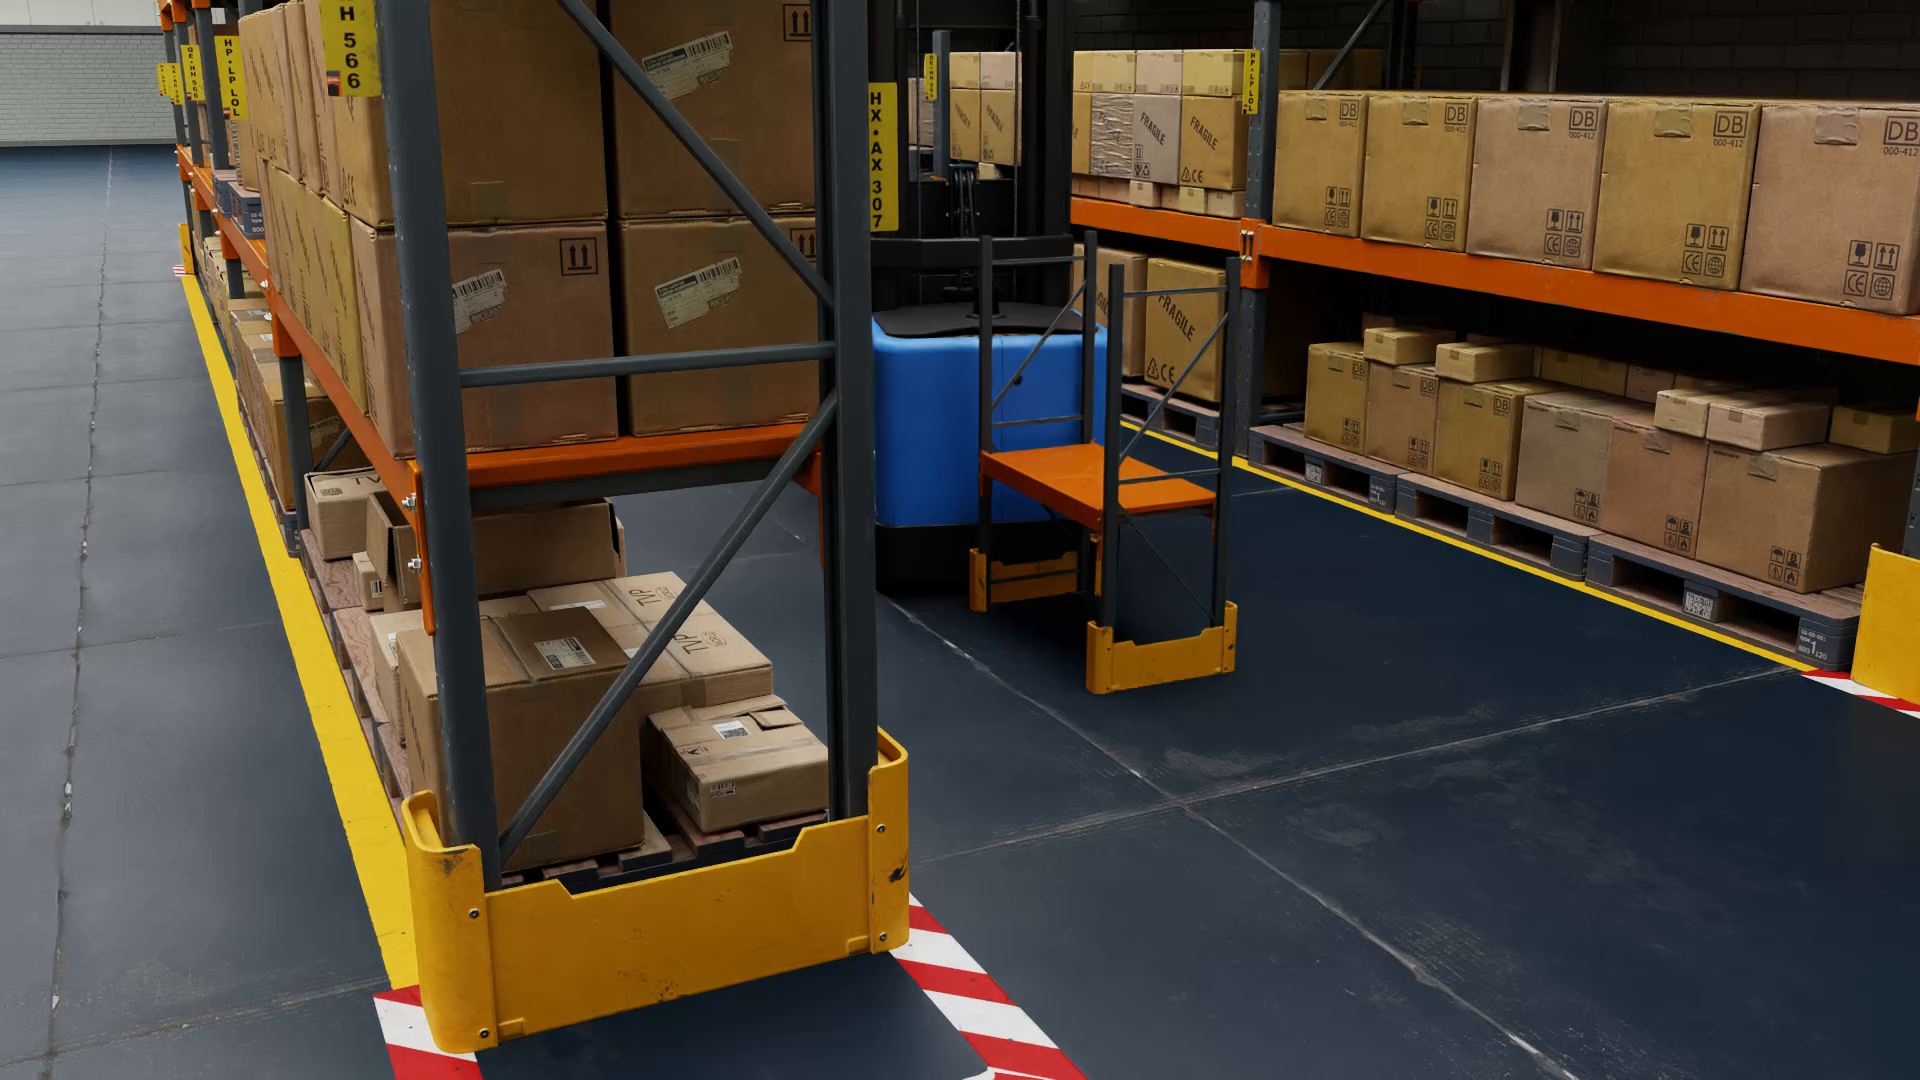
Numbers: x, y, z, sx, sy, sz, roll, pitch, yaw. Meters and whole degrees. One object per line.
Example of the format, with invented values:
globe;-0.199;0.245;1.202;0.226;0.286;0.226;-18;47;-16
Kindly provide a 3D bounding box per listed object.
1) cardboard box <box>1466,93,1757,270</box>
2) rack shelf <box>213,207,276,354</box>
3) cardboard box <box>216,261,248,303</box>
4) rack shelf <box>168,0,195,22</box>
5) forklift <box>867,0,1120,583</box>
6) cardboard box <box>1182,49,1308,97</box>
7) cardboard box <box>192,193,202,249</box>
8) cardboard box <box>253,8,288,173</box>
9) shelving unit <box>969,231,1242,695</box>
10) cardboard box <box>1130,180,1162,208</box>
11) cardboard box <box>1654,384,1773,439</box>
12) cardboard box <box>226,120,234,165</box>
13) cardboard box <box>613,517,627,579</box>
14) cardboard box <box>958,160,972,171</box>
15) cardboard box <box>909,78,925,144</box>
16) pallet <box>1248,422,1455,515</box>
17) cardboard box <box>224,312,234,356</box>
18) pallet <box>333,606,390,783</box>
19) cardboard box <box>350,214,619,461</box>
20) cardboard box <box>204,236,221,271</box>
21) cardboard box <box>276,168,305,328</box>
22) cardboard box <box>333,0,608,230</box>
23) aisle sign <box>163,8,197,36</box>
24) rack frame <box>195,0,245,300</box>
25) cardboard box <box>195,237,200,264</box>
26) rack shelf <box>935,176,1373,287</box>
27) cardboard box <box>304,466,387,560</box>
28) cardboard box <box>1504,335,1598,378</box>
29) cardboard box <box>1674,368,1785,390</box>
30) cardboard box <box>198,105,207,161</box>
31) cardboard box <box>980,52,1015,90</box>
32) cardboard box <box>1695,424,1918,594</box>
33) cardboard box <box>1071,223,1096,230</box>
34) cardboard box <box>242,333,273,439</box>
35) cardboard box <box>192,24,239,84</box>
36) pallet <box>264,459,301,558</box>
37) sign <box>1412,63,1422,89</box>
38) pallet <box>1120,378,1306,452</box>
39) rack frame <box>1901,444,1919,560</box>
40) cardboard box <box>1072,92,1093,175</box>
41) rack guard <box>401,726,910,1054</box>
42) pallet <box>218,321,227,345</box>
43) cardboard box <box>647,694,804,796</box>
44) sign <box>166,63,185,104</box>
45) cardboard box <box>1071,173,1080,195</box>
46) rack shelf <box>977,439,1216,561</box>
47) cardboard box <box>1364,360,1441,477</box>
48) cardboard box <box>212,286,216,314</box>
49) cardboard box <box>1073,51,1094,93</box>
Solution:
cardboard box;2.890;-1.615;7.395;0.980;0.700;0.700;-9;18;-28
rack shelf;-3.303;-1.518;8.908;1.077;0.370;4.000;-8;18;-25
cardboard box;-5.082;-1.864;12.013;0.500;0.311;0.500;-8;18;-25
rack shelf;-5.055;-3.952;11.950;1.077;0.370;4.000;-8;18;-25
forklift;-0.064;-1.594;7.992;1.130;2.935;3.031;-3;16;-9
cardboard box;1.590;-2.614;9.305;0.500;0.250;0.500;-7;18;-24
cardboard box;-6.994;-3.052;15.813;0.500;0.500;0.500;-8;18;-25
cardboard box;-2.022;-1.491;5.513;0.500;0.500;0.500;-8;18;-27
shelving unit;0.521;-0.342;6.222;0.587;1.500;1.083;-7;17;-23
cardboard box;1.249;-2.094;10.029;0.380;0.149;0.250;-8;18;-25
cardboard box;3.048;-0.523;6.729;0.380;0.149;0.250;-7;17;-23
cardboard box;-5.379;-3.077;12.854;0.500;0.500;0.500;-6;17;-21
cardboard box;-1.593;0.006;6.370;0.500;0.311;0.500;-8;18;-25
cardboard box;0.209;-2.739;12.276;0.380;0.149;0.250;-8;18;-26
cardboard box;-0.211;-3.470;13.425;0.700;0.500;0.500;-10;19;-30
pallet;2.288;-0.429;8.864;1.003;0.211;1.213;-8;18;-25
cardboard box;-4.857;-1.469;11.654;0.500;0.250;0.500;-8;18;-26
pallet;-1.588;0.446;5.816;1.003;0.211;1.213;-8;18;-25
cardboard box;-1.115;-0.503;3.883;0.500;0.500;0.500;-7;17;-23
cardboard box;-5.974;-2.369;13.775;0.500;0.311;0.500;-8;18;-25
cardboard box;-2.004;-1.006;5.637;0.500;0.500;0.500;-8;18;-25
cardboard box;-1.116;-0.982;3.741;0.500;0.500;0.500;-8;18;-25
aisle sign;-7.988;-5.573;17.019;0.394;0.787;0.004;-8;18;-25
rack frame;-4.179;-2.360;10.537;1.000;3.000;0.127;-8;18;-25
cardboard box;-7.426;-2.941;16.783;0.500;0.250;0.500;-8;18;-25
rack shelf;1.149;-2.118;10.997;1.077;0.370;4.000;-8;18;-25
cardboard box;-2.437;-0.157;6.937;0.500;0.311;0.500;-8;18;-25
cardboard box;2.834;-0.884;7.986;0.380;0.149;0.250;-7;18;-24
cardboard box;3.284;-0.630;7.104;0.380;0.149;0.250;-7;18;-24
cardboard box;-6.368;-3.639;14.813;0.700;0.500;0.500;-8;18;-25
cardboard box;0.476;-3.244;11.500;0.500;0.250;0.500;-8;18;-26
cardboard box;3.381;-0.138;6.563;0.700;0.500;0.500;-8;18;-25
cardboard box;0.477;-1.930;12.174;0.750;0.750;0.750;-8;18;-26
cardboard box;-3.553;-0.840;8.973;0.500;0.500;0.500;-8;18;-27
cardboard box;-6.131;-4.133;14.181;0.700;0.500;0.500;-8;18;-25
pallet;-2.817;-0.225;8.152;1.003;0.211;1.213;-8;18;-25
sign;2.523;-2.489;9.275;0.100;0.325;0.005;-8;18;-25
pallet;1.619;-0.810;10.189;1.003;0.211;1.213;-8;18;-25
rack frame;3.777;-0.976;5.714;1.000;3.000;0.127;-8;18;-25
cardboard box;0.928;-2.627;10.709;0.500;0.500;0.500;-7;17;-23
rack guard;-0.707;0.806;4.035;1.175;0.500;0.348;-8;18;-25
pallet;-5.573;-1.834;13.758;1.003;0.211;1.213;-8;18;-25
cardboard box;-0.658;0.567;4.677;0.380;0.166;0.250;-8;18;-25
sign;-6.429;-3.739;13.628;0.100;0.325;0.005;-8;18;-25
cardboard box;0.890;-2.360;10.955;0.380;0.149;0.250;-8;18;-25
rack shelf;0.517;-0.171;6.280;0.538;0.185;1.000;-7;17;-23
cardboard box;2.478;-0.645;8.332;0.700;0.500;0.500;-8;18;-25
cardboard box;-5.754;-1.975;13.419;0.500;0.250;0.500;-7;18;-24
cardboard box;0.928;-2.995;10.631;0.500;0.250;0.500;-8;18;-26
